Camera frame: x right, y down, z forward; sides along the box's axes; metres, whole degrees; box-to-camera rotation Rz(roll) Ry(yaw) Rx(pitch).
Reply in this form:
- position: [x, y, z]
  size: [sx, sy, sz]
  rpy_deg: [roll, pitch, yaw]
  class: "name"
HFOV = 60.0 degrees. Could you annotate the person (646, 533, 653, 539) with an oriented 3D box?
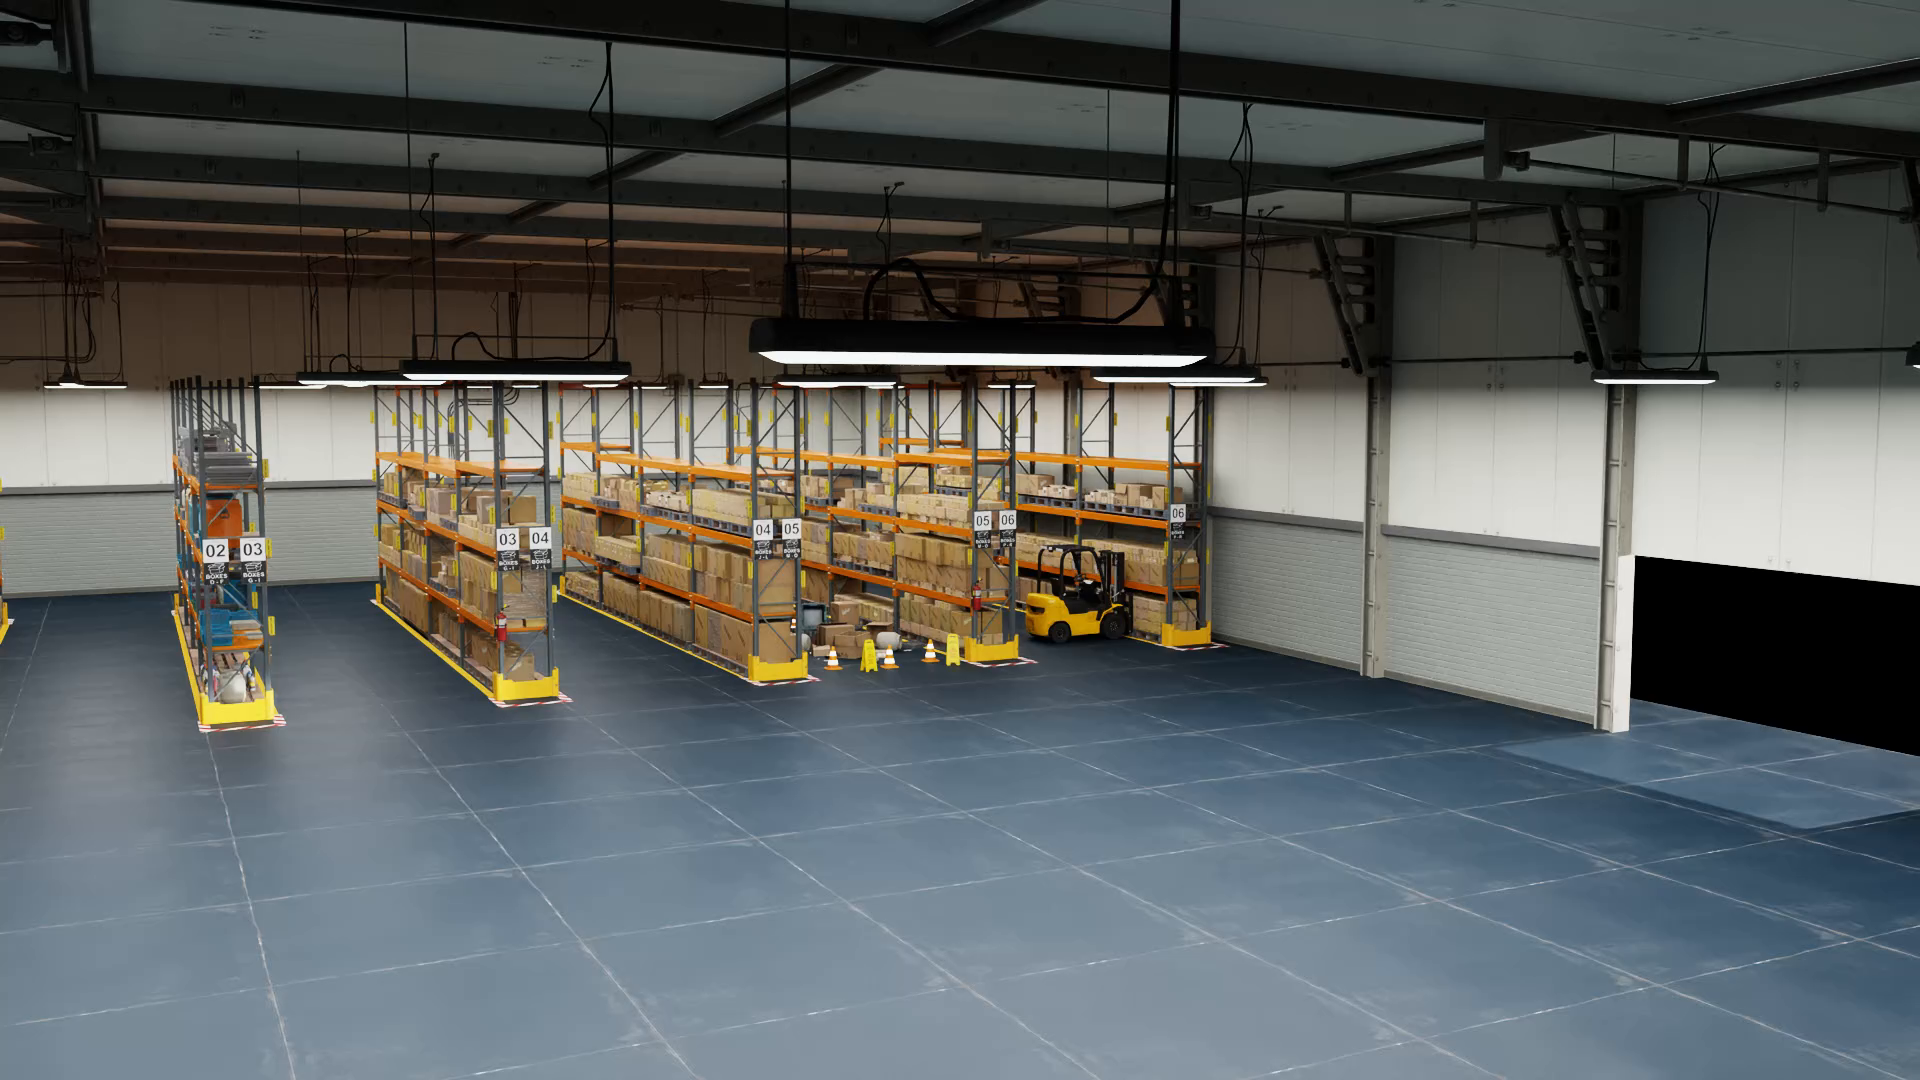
- position: [-8.712, 0.736, 46.688]
  size: [0.468, 1.687, 0.583]
  rpy_deg: [-5, 7, -44]
  class: "person"
